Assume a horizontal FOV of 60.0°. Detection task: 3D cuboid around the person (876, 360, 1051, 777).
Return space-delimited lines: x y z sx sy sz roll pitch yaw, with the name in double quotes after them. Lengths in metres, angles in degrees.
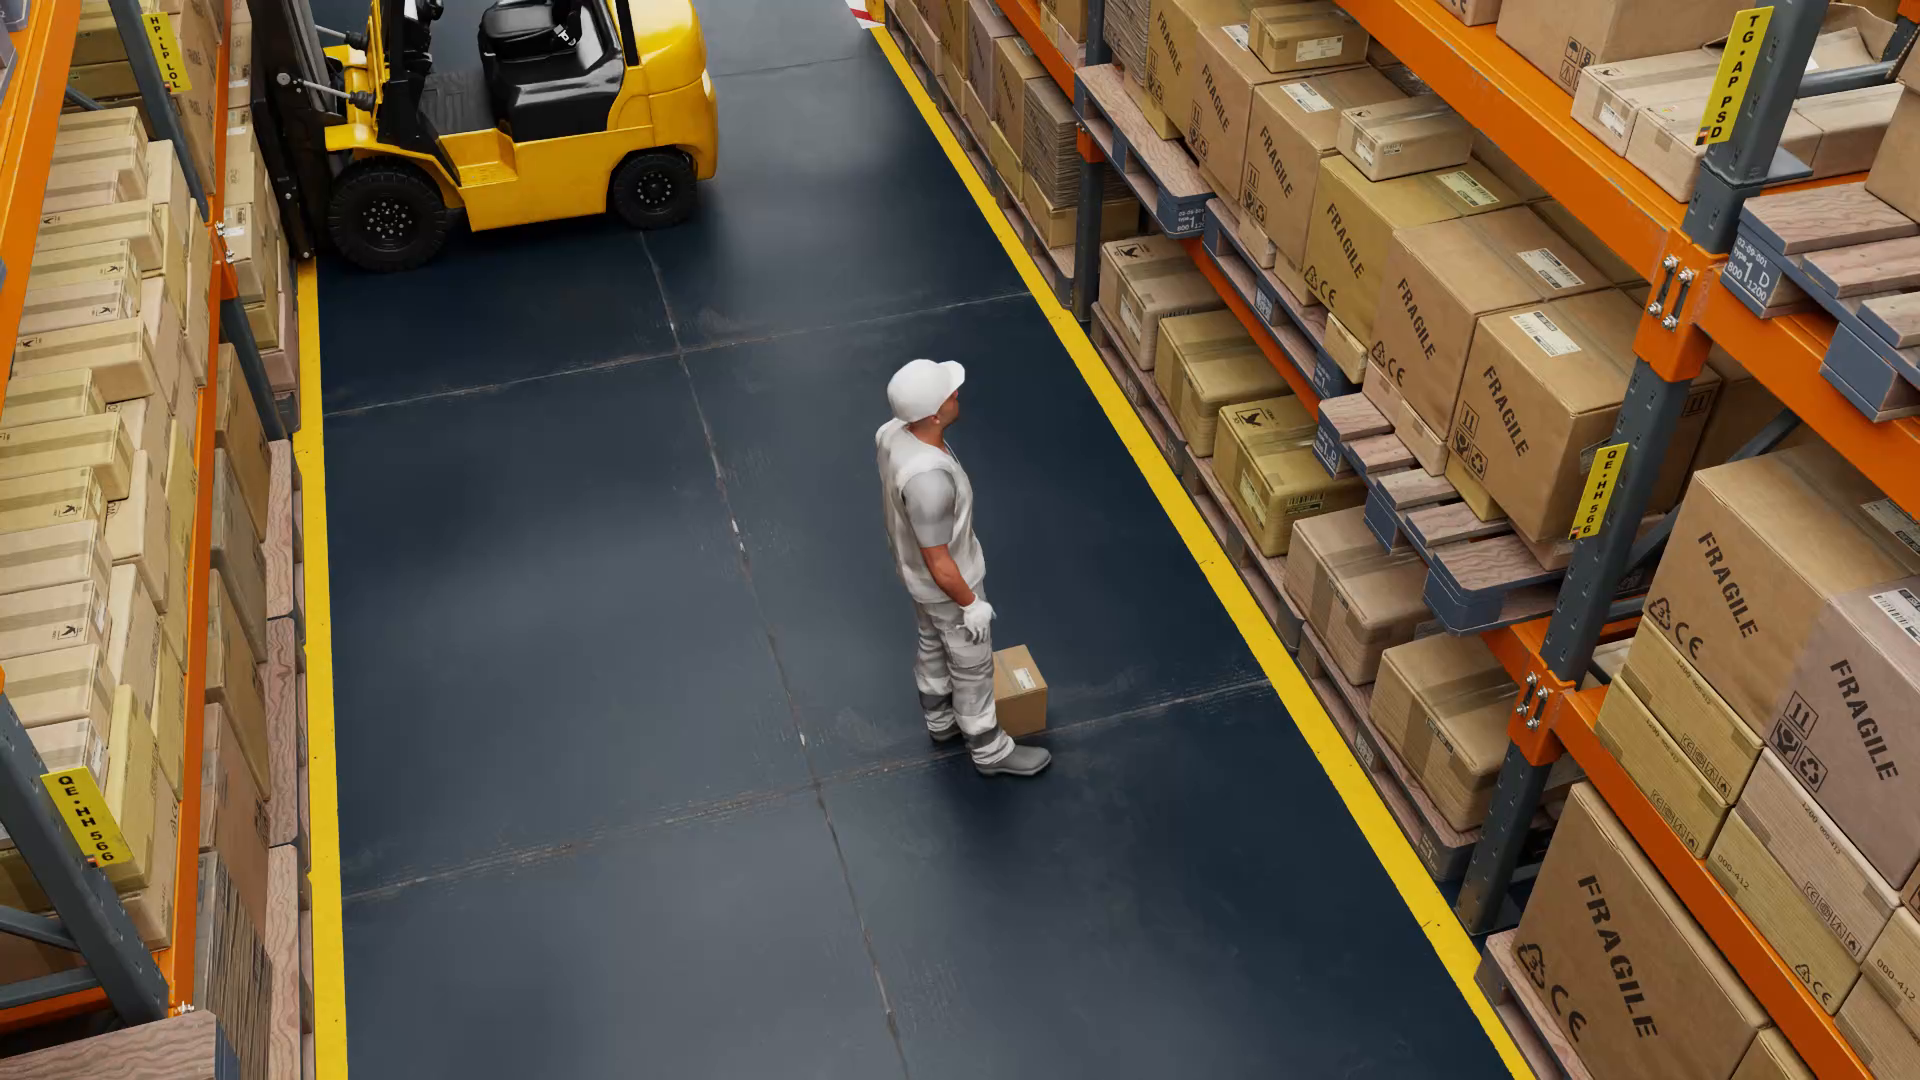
0.010 0.095 6.021 0.565 1.787 0.637 -12 43 -13 "person"
